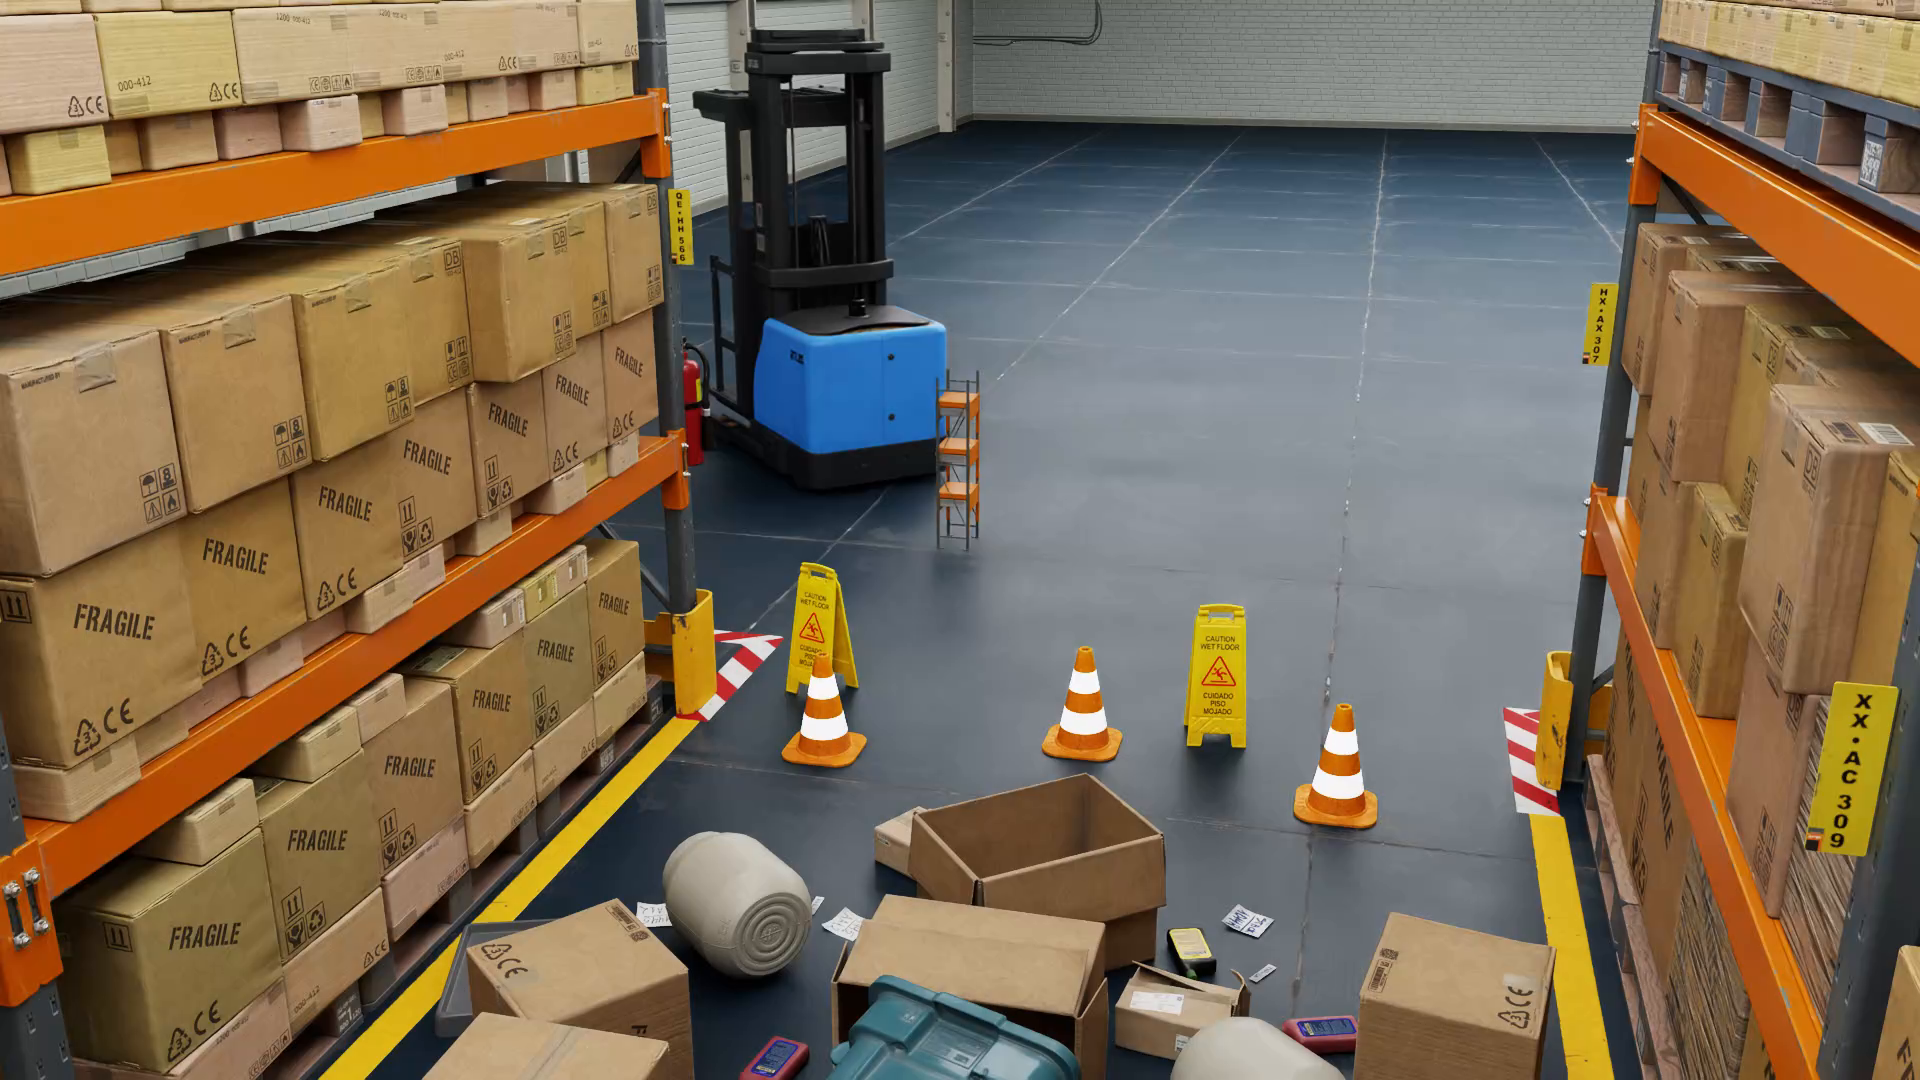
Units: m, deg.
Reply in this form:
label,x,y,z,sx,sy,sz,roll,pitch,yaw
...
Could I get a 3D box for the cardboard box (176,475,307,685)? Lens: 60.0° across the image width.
label,x,y,z,sx,sy,sz,roll,pitch,yaw
cardboard box,-2.252,0.071,4.725,0.500,0.500,0.500,5,19,13

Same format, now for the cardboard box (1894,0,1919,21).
label,x,y,z,sx,sy,sz,roll,pitch,yaw
cardboard box,1.966,-1.017,2.851,0.500,0.250,0.500,4,19,13

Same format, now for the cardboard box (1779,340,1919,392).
label,x,y,z,sx,sy,sz,roll,pitch,yaw
cardboard box,2.505,-0.142,4.059,0.875,0.550,0.550,5,19,13

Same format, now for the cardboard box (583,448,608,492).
label,x,y,z,sx,sy,sz,roll,pitch,yaw
cardboard box,-1.674,-0.300,6.814,0.380,0.149,0.250,4,19,12

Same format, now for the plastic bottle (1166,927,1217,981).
label,x,y,z,sx,sy,sz,roll,pitch,yaw
plastic bottle,0.819,1.458,5.825,0.133,0.061,0.283,-2,19,-6

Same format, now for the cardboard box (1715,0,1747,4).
label,x,y,z,sx,sy,sz,roll,pitch,yaw
cardboard box,2.460,-1.648,4.697,0.500,0.250,0.500,5,19,13

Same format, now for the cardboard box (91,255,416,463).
label,x,y,z,sx,sy,sz,roll,pitch,yaw
cardboard box,-2.117,-0.562,5.030,0.700,0.500,0.500,4,19,12

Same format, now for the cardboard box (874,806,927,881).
label,x,y,z,sx,sy,sz,roll,pitch,yaw
cardboard box,-0.114,1.199,6.446,0.380,0.149,0.250,17,25,41

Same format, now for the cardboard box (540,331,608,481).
label,x,y,z,sx,sy,sz,roll,pitch,yaw
cardboard box,-1.745,-0.560,6.570,0.500,0.500,0.500,5,19,14

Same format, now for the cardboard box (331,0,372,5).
label,x,y,z,sx,sy,sz,roll,pitch,yaw
cardboard box,-2.037,-1.711,5.070,0.380,0.149,0.250,5,20,14

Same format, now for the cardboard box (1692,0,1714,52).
label,x,y,z,sx,sy,sz,roll,pitch,yaw
cardboard box,2.493,-1.587,5.138,0.380,0.149,0.250,5,19,14

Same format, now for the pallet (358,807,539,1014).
label,x,y,z,sx,sy,sz,roll,pitch,yaw
pallet,-2.304,1.257,6.182,1.003,0.211,1.213,5,19,13

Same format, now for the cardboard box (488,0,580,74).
label,x,y,z,sx,sy,sz,roll,pitch,yaw
cardboard box,-1.754,-1.871,6.156,0.500,0.250,0.500,4,19,13

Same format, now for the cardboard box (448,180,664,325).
label,x,y,z,sx,sy,sz,roll,pitch,yaw
cardboard box,-1.666,-1.204,6.909,0.700,0.500,0.500,4,19,12

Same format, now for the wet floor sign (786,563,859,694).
label,x,y,z,sx,sy,sz,roll,pitch,yaw
wet floor sign,-0.669,0.419,7.962,0.267,0.644,0.232,12,22,32

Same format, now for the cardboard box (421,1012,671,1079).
label,x,y,z,sx,sy,sz,roll,pitch,yaw
cardboard box,-0.997,1.490,3.882,0.500,0.500,0.500,5,19,13

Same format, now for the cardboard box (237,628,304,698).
label,x,y,z,sx,sy,sz,roll,pitch,yaw
cardboard box,-2.201,0.336,4.953,0.380,0.149,0.250,5,20,15

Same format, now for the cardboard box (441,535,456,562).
label,x,y,z,sx,sy,sz,roll,pitch,yaw
cardboard box,-2.029,0.011,5.904,0.380,0.149,0.250,5,19,13

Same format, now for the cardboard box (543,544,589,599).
label,x,y,z,sx,sy,sz,roll,pitch,yaw
cardboard box,-1.720,0.113,6.657,0.380,0.149,0.250,5,20,15

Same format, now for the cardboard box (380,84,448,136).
label,x,y,z,sx,sy,sz,roll,pitch,yaw
cardboard box,-1.901,-1.402,5.399,0.380,0.149,0.250,4,19,13

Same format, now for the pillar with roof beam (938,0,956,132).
label,x,y,z,sx,sy,sz,roll,pitch,yaw
pillar with roof beam,3.893,-12.866,33.932,9.100,9.000,0.400,5,19,13

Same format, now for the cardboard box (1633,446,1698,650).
label,x,y,z,sx,sy,sz,roll,pitch,yaw
cardboard box,2.653,0.028,5.233,0.875,0.550,0.550,5,19,13

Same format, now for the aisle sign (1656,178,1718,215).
label,x,y,z,sx,sy,sz,roll,pitch,yaw
aisle sign,2.798,-1.637,6.317,0.394,0.787,0.004,5,19,13

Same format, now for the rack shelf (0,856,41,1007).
label,x,y,z,sx,sy,sz,roll,pitch,yaw
rack shelf,-3.219,1.501,2.265,1.077,0.370,4.000,5,19,13

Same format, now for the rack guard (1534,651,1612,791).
label,x,y,z,sx,sy,sz,roll,pitch,yaw
rack guard,3.078,0.815,7.029,1.175,0.500,0.348,5,19,13

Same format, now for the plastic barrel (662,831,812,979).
label,x,y,z,sx,sy,sz,roll,pitch,yaw
plastic barrel,-0.789,1.266,5.826,0.421,0.421,0.512,-13,23,-34

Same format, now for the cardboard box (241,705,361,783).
label,x,y,z,sx,sy,sz,roll,pitch,yaw
cardboard box,-2.111,0.615,5.186,0.380,0.149,0.250,5,20,15

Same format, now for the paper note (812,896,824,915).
label,x,y,z,sx,sy,sz,roll,pitch,yaw
paper note,-0.539,1.360,6.189,0.032,0.001,0.123,5,19,13

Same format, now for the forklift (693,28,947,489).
label,x,y,z,sx,sy,sz,roll,pitch,yaw
forklift,-1.211,-2.151,11.951,1.130,2.935,3.031,-10,21,-26

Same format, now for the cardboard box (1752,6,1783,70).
label,x,y,z,sx,sy,sz,roll,pitch,yaw
cardboard box,2.246,-1.271,4.213,0.380,0.149,0.250,5,19,13

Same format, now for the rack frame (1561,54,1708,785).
label,x,y,z,sx,sy,sz,roll,pitch,yaw
rack frame,3.072,-0.361,6.603,1.000,3.000,0.127,5,19,13

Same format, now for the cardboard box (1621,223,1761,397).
label,x,y,z,sx,sy,sz,roll,pitch,yaw
cardboard box,2.944,-0.829,6.072,0.875,0.550,0.550,5,19,13

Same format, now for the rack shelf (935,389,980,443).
label,x,y,z,sx,sy,sz,roll,pitch,yaw
rack shelf,-0.013,-0.739,9.880,0.215,0.259,0.240,5,19,13

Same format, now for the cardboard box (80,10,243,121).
label,x,y,z,sx,sy,sz,roll,pitch,yaw
cardboard box,-2.240,-1.234,4.291,0.500,0.250,0.500,4,19,13

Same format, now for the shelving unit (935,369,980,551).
label,x,y,z,sx,sy,sz,roll,pitch,yaw
shelving unit,-0.013,-0.480,9.969,0.215,1.050,0.252,5,19,13

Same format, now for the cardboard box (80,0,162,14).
label,x,y,z,sx,sy,sz,roll,pitch,yaw
cardboard box,-2.228,-1.383,4.110,0.380,0.149,0.250,4,19,12

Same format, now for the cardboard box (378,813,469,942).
label,x,y,z,sx,sy,sz,roll,pitch,yaw
cardboard box,-2.077,1.138,5.819,0.500,0.250,0.500,4,19,13

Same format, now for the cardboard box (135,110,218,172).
label,x,y,z,sx,sy,sz,roll,pitch,yaw
cardboard box,-2.245,-1.084,4.470,0.380,0.149,0.250,5,20,15

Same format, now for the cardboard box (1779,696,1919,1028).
label,x,y,z,sx,sy,sz,roll,pitch,yaw
cardboard box,2.173,0.706,3.249,0.875,0.550,0.550,5,19,13

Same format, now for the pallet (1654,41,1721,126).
label,x,y,z,sx,sy,sz,roll,pitch,yaw
pallet,2.901,-1.505,5.449,1.003,0.211,1.213,5,19,13

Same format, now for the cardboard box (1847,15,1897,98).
label,x,y,z,sx,sy,sz,roll,pitch,yaw
cardboard box,1.997,-0.953,3.281,0.380,0.149,0.250,5,19,14

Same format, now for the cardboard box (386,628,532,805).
label,x,y,z,sx,sy,sz,roll,pitch,yaw
cardboard box,-1.950,0.621,6.173,0.500,0.500,0.500,4,19,12

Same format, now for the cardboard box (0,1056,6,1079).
label,x,y,z,sx,sy,sz,roll,pitch,yaw
cardboard box,-2.846,1.430,4.965,0.500,0.250,0.500,6,20,16

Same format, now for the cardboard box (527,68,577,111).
label,x,y,z,sx,sy,sz,roll,pitch,yaw
cardboard box,-1.696,-1.725,6.346,0.380,0.149,0.250,5,20,15

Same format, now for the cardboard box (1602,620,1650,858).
label,x,y,z,sx,sy,sz,roll,pitch,yaw
cardboard box,2.970,0.664,6.241,0.875,0.875,0.875,5,19,14

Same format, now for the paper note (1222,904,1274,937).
label,x,y,z,sx,sy,sz,roll,pitch,yaw
paper note,1.053,1.390,6.075,0.144,0.017,0.142,12,22,32
